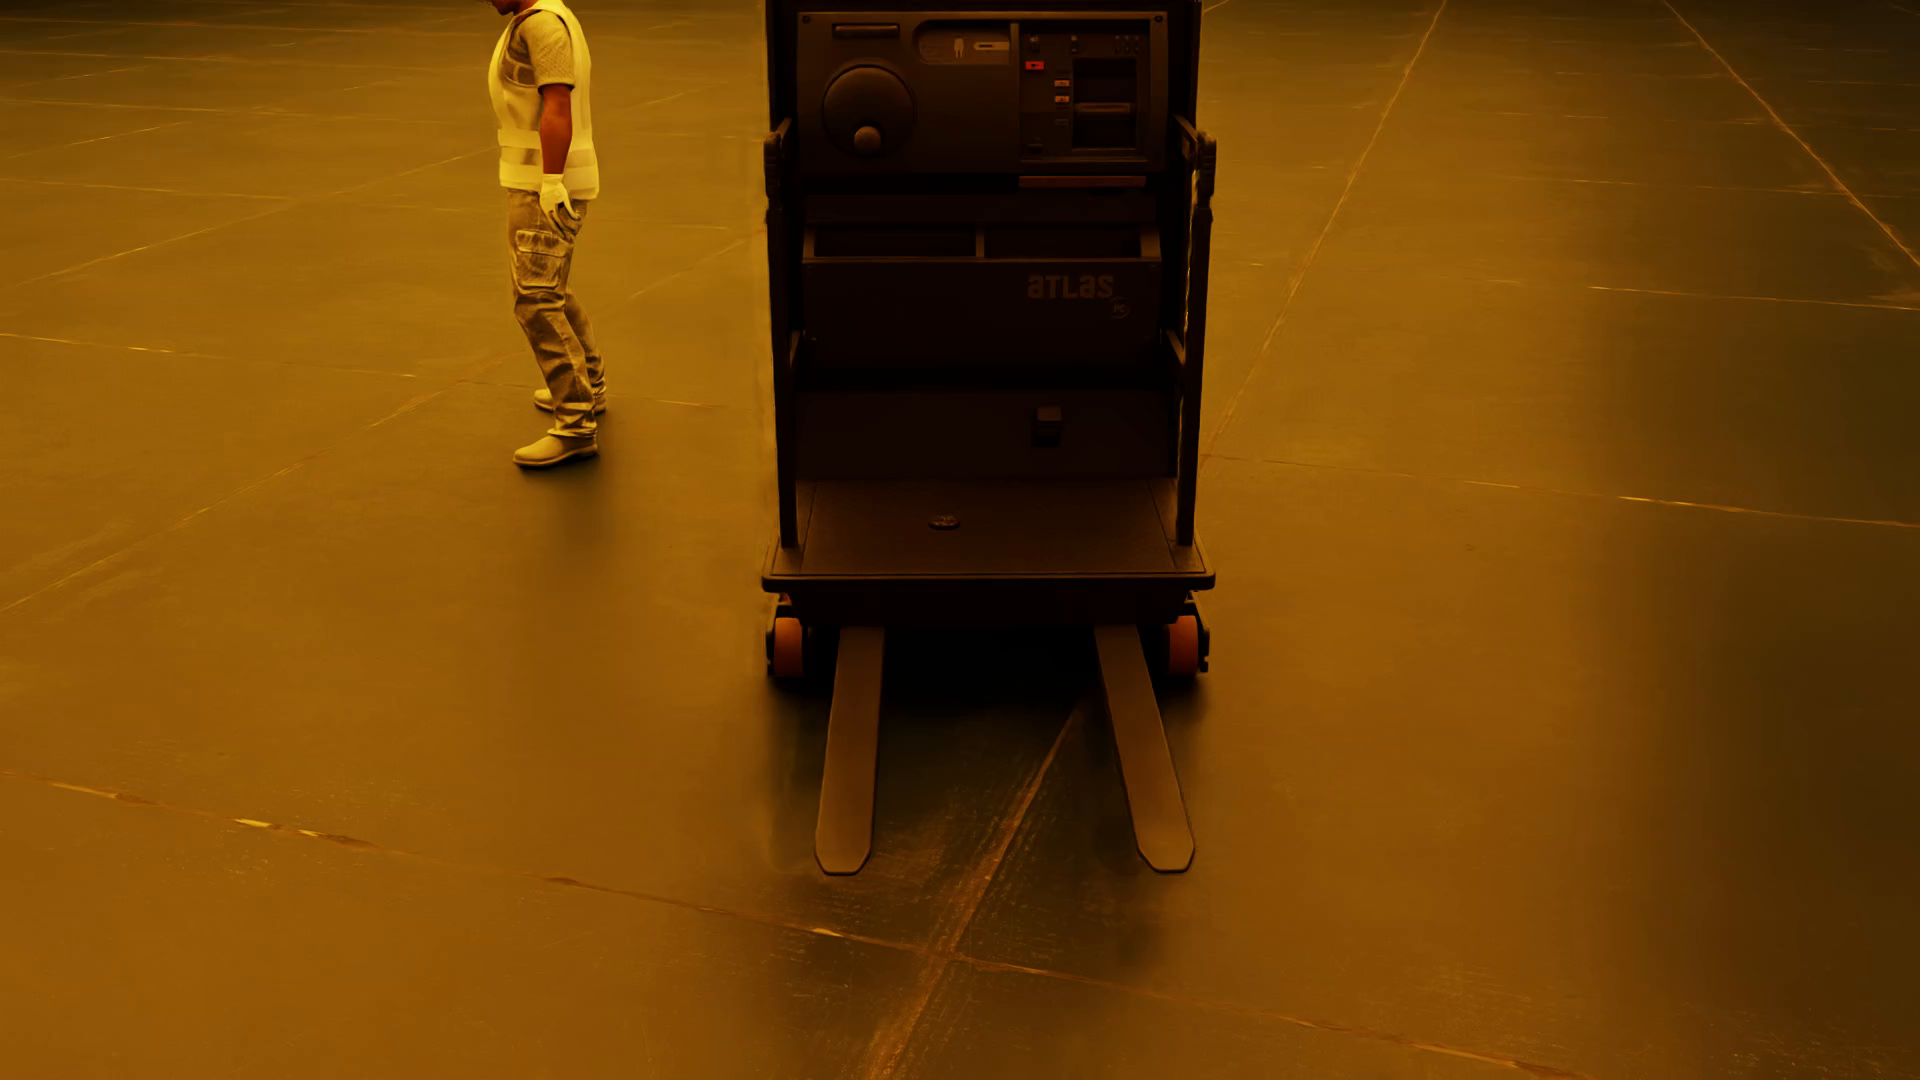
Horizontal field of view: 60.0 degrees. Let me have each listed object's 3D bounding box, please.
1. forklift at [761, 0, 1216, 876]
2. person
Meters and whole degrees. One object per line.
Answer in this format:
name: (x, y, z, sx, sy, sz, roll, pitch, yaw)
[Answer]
forklift: (0.062, -1.116, 3.983, 1.130, 2.935, 3.031, 0, 22, -1)
person: (-1.458, -1.219, 5.783, 0.405, 1.748, 0.881, -3, 23, -8)
